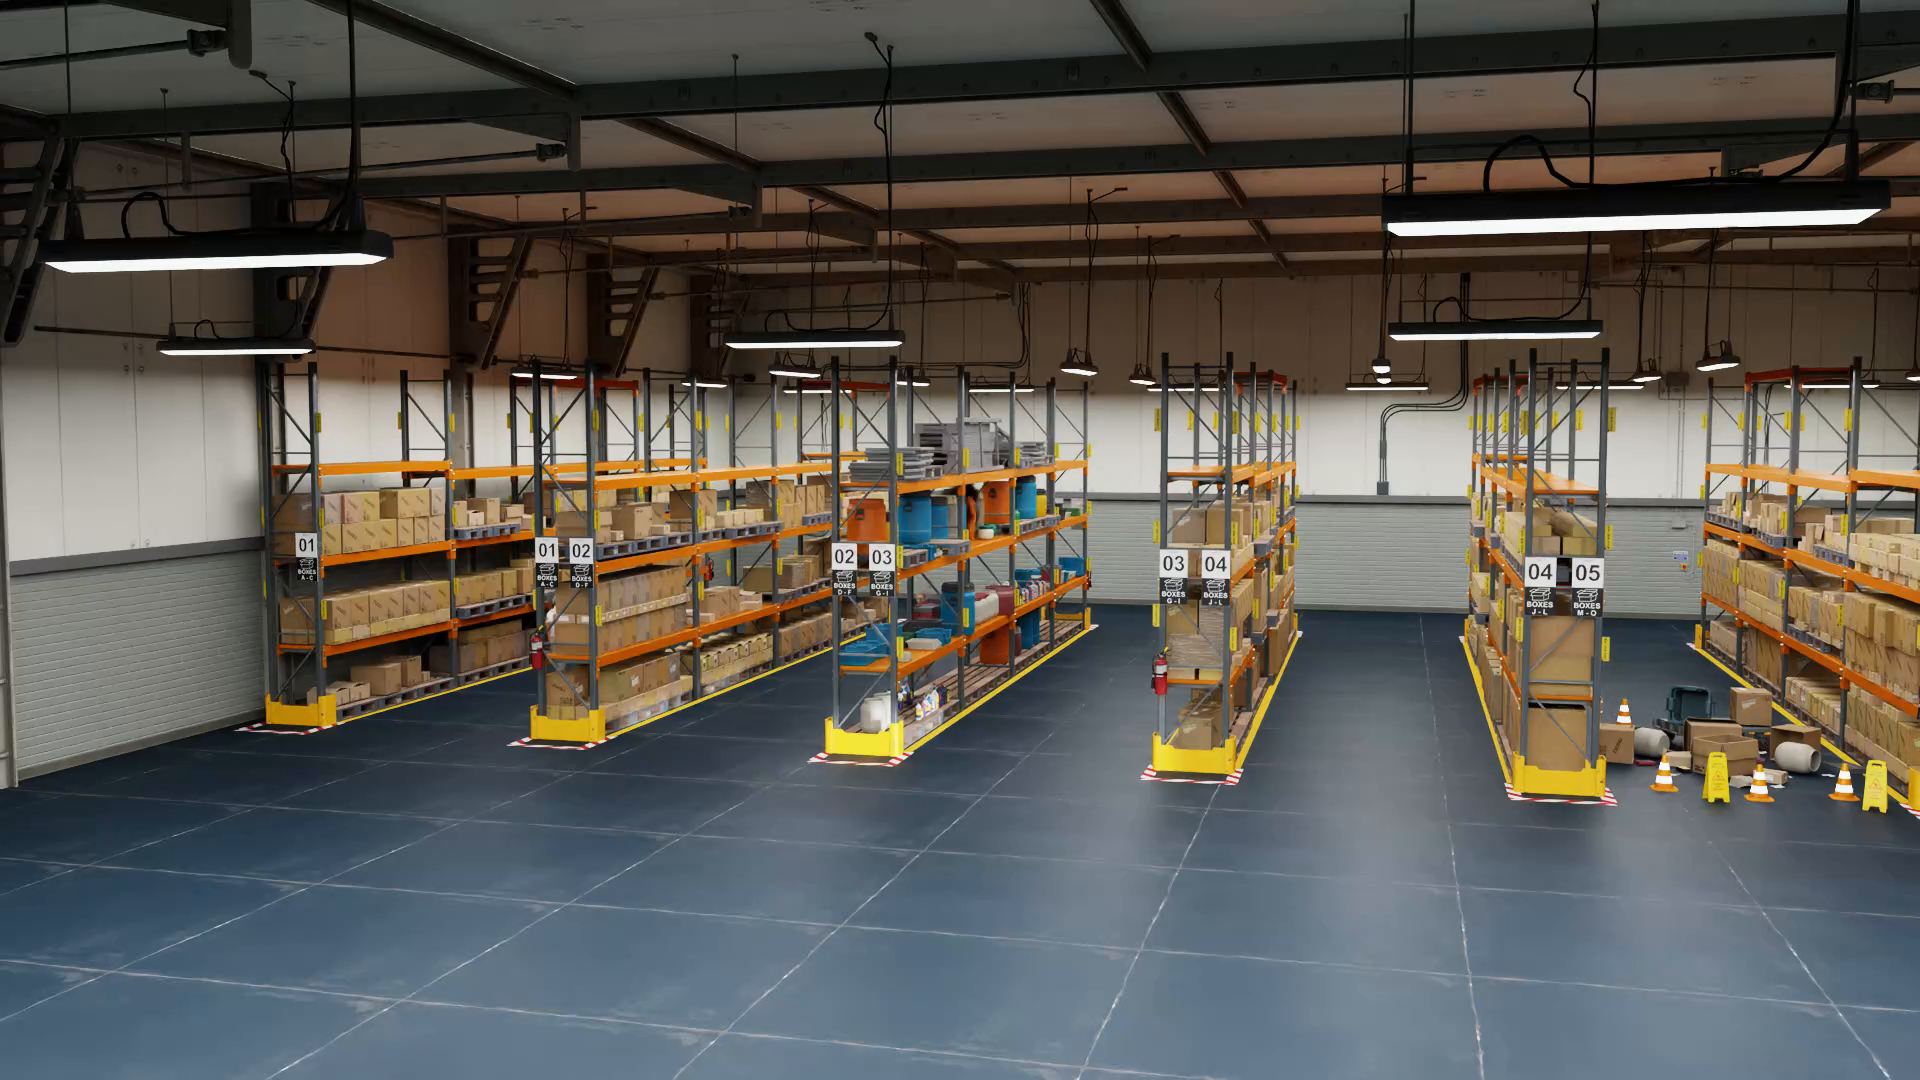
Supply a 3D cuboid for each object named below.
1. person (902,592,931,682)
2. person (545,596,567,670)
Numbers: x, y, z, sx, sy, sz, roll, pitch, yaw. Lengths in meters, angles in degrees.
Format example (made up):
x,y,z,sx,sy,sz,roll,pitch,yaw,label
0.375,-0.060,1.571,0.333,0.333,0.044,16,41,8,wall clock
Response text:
x,y,z,sx,sy,sz,roll,pitch,yaw,label
-0.771,1.867,32.088,0.679,1.750,0.395,3,5,36,person
-7.814,1.920,32.353,0.511,1.670,0.670,-2,4,-21,person
